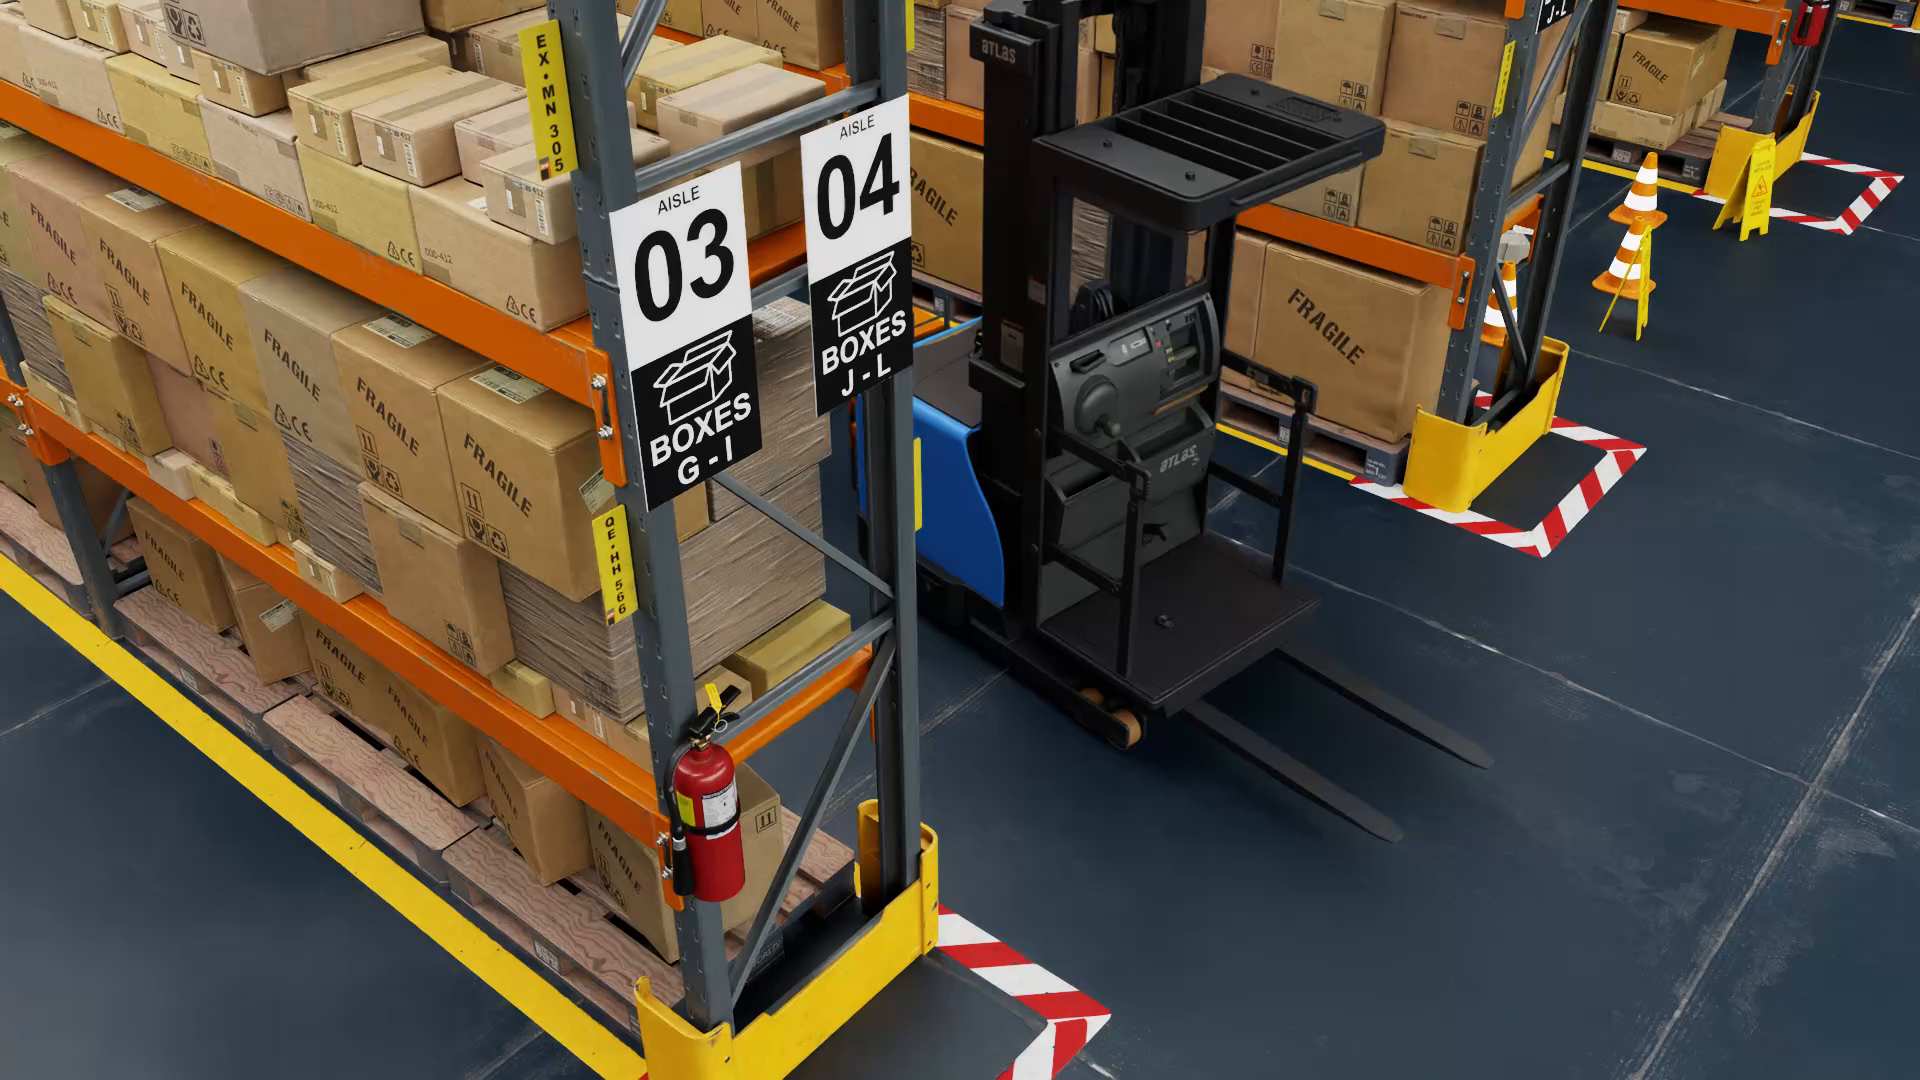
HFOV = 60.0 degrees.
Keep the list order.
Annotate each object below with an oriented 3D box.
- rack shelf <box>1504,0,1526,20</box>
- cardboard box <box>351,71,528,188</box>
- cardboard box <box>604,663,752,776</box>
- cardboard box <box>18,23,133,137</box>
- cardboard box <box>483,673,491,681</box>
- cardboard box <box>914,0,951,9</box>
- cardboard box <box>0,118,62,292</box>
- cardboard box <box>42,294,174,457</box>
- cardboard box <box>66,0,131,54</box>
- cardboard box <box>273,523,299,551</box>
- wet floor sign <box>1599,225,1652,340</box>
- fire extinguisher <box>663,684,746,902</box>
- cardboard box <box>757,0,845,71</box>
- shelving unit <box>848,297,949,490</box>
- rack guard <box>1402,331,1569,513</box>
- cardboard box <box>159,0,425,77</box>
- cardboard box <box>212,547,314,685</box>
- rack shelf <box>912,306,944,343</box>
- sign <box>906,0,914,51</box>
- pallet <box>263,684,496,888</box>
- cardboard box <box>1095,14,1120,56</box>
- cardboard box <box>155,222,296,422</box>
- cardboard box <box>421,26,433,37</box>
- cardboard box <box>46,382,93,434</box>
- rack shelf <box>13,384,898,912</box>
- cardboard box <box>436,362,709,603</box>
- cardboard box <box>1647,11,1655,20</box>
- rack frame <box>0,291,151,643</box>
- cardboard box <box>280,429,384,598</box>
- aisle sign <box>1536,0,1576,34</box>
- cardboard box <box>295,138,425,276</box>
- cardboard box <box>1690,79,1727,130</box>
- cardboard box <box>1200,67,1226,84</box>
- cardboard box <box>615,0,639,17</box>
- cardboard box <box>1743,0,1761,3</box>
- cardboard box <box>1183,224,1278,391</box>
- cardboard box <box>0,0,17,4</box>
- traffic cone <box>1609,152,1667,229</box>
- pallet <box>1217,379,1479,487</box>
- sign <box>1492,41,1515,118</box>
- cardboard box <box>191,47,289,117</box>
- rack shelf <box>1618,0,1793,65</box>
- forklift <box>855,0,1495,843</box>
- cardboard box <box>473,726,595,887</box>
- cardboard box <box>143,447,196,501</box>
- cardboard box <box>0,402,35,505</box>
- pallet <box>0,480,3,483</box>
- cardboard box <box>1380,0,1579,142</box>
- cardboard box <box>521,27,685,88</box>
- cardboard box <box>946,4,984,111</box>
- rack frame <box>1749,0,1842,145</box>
[{"bbox_3d":[1.215,-3.346,8.458,4.000,0.370,1.077,25,42,32],"label":"rack shelf"},{"bbox_3d":[-1.318,-1.061,4.275,0.250,0.149,0.380,23,41,30],"label":"cardboard box"},{"bbox_3d":[-0.851,0.530,5.050,0.250,0.149,0.380,25,42,32],"label":"cardboard box"},{"bbox_3d":[-2.607,-1.535,5.318,0.500,0.250,0.500,23,41,30],"label":"cardboard box"},{"bbox_3d":[-1.450,0.274,5.423,0.250,0.149,0.380,25,42,32],"label":"cardboard box"},{"bbox_3d":[-0.061,-3.489,9.594,0.550,0.550,0.875,25,42,32],"label":"cardboard box"},{"bbox_3d":[-3.390,-1.311,6.275,0.500,0.500,0.500,25,42,32],"label":"cardboard box"},{"bbox_3d":[-2.905,-0.786,6.394,0.500,0.500,0.875,25,42,32],"label":"cardboard box"},{"bbox_3d":[-2.495,-1.640,5.119,0.250,0.149,0.380,24,41,31],"label":"cardboard box"},{"bbox_3d":[-2.218,-0.088,5.951,0.250,0.149,0.380,25,42,32],"label":"cardboard box"},{"bbox_3d":[4.041,-1.562,9.954,0.232,0.644,0.267,18,38,24],"label":"wet floor sign"},{"bbox_3d":[-0.706,0.714,4.629,0.183,0.674,0.296,25,42,32],"label":"fire extinguisher"},{"bbox_3d":[-0.894,-3.244,10.236,0.500,0.500,0.500,25,42,32],"label":"cardboard box"},{"bbox_3d":[-0.307,-0.701,8.211,0.258,1.200,0.503,-27,43,-33],"label":"shelving unit"},{"bbox_3d":[2.770,-0.642,8.744,0.348,0.500,1.175,25,42,32],"label":"rack guard"},{"bbox_3d":[-1.853,-1.618,4.514,0.500,0.500,0.500,25,42,32],"label":"cardboard box"},{"bbox_3d":[-2.847,0.215,7.125,0.500,0.500,0.500,-19,39,-26],"label":"cardboard box"},{"bbox_3d":[-0.307,-1.025,7.988,0.258,0.148,0.480,-27,43,-33],"label":"rack shelf"},{"bbox_3d":[-0.152,-1.393,4.207,0.005,0.325,0.100,25,42,32],"label":"sign"},{"bbox_3d":[-2.093,0.810,6.884,1.213,0.211,1.003,25,42,32],"label":"pallet"},{"bbox_3d":[1.176,-2.896,8.731,0.500,0.550,0.875,25,42,32],"label":"cardboard box"},{"bbox_3d":[-2.230,-0.773,5.492,0.500,0.500,0.500,25,42,32],"label":"cardboard box"},{"bbox_3d":[-1.541,-1.585,5.039,0.250,0.149,0.380,23,41,30],"label":"cardboard box"},{"bbox_3d":[-3.417,-0.600,6.696,0.250,0.149,0.380,25,42,32],"label":"cardboard box"},{"bbox_3d":[-2.036,0.012,6.218,4.000,0.370,1.077,25,42,32],"label":"rack shelf"},{"bbox_3d":[-1.080,-0.228,4.698,0.500,0.500,0.500,25,42,32],"label":"cardboard box"},{"bbox_3d":[4.975,-3.829,12.571,0.500,0.500,0.500,24,41,30],"label":"cardboard box"},{"bbox_3d":[-3.573,-1.009,7.069,0.127,3.000,1.000,25,42,32],"label":"rack frame"},{"bbox_3d":[-1.722,-0.264,5.633,0.500,0.500,0.875,25,42,32],"label":"cardboard box"},{"bbox_3d":[2.614,-2.597,7.085,0.004,0.787,0.394,25,42,32],"label":"aisle sign"},{"bbox_3d":[-1.418,-0.978,4.508,0.500,0.250,0.500,26,42,32],"label":"cardboard box"},{"bbox_3d":[5.398,-3.324,12.498,0.500,0.250,0.500,25,42,31],"label":"cardboard box"},{"bbox_3d":[1.651,-2.305,8.824,0.550,0.550,0.875,25,42,32],"label":"cardboard box"},{"bbox_3d":[-2.063,-3.793,11.035,0.500,0.500,0.500,25,42,31],"label":"cardboard box"},{"bbox_3d":[5.417,-3.810,11.371,0.250,0.149,0.380,27,43,33],"label":"cardboard box"},{"bbox_3d":[1.511,-1.513,9.310,0.875,0.875,0.875,25,41,31],"label":"cardboard box"},{"bbox_3d":[-3.077,-1.921,5.529,0.250,0.149,0.380,26,42,32],"label":"cardboard box"},{"bbox_3d":[4.685,-2.420,11.366,0.334,0.463,0.336,25,42,32],"label":"traffic cone"},{"bbox_3d":[2.087,-0.787,9.210,1.213,0.211,1.003,25,42,32],"label":"pallet"},{"bbox_3d":[2.394,-2.025,7.317,0.005,0.325,0.100,25,42,32],"label":"sign"},{"bbox_3d":[-1.908,-1.338,4.680,0.250,0.149,0.380,23,41,30],"label":"cardboard box"},{"bbox_3d":[4.304,-4.299,12.496,4.000,0.370,1.077,25,42,32],"label":"rack shelf"},{"bbox_3d":[0.864,-0.660,6.622,1.130,2.935,3.031,-27,43,-33],"label":"forklift"},{"bbox_3d":[-1.450,0.862,6.182,0.500,0.500,0.500,-22,40,-28],"label":"cardboard box"},{"bbox_3d":[-2.843,-0.327,6.298,0.250,0.149,0.380,25,42,32],"label":"cardboard box"},{"bbox_3d":[-4.386,-0.573,8.253,0.500,0.500,0.700,25,42,32],"label":"cardboard box"},{"bbox_3d":[-5.115,-0.583,8.912,1.213,0.211,1.003,25,42,32],"label":"pallet"},{"bbox_3d":[2.491,-2.340,7.921,0.550,0.550,0.875,25,42,32],"label":"cardboard box"},{"bbox_3d":[-0.973,-1.273,4.585,0.250,0.149,0.380,24,41,31],"label":"cardboard box"},{"bbox_3d":[0.406,-2.874,9.653,0.550,0.550,0.875,25,42,32],"label":"cardboard box"},{"bbox_3d":[5.841,-3.872,11.238,0.127,3.000,1.000,25,42,32],"label":"rack frame"}]
